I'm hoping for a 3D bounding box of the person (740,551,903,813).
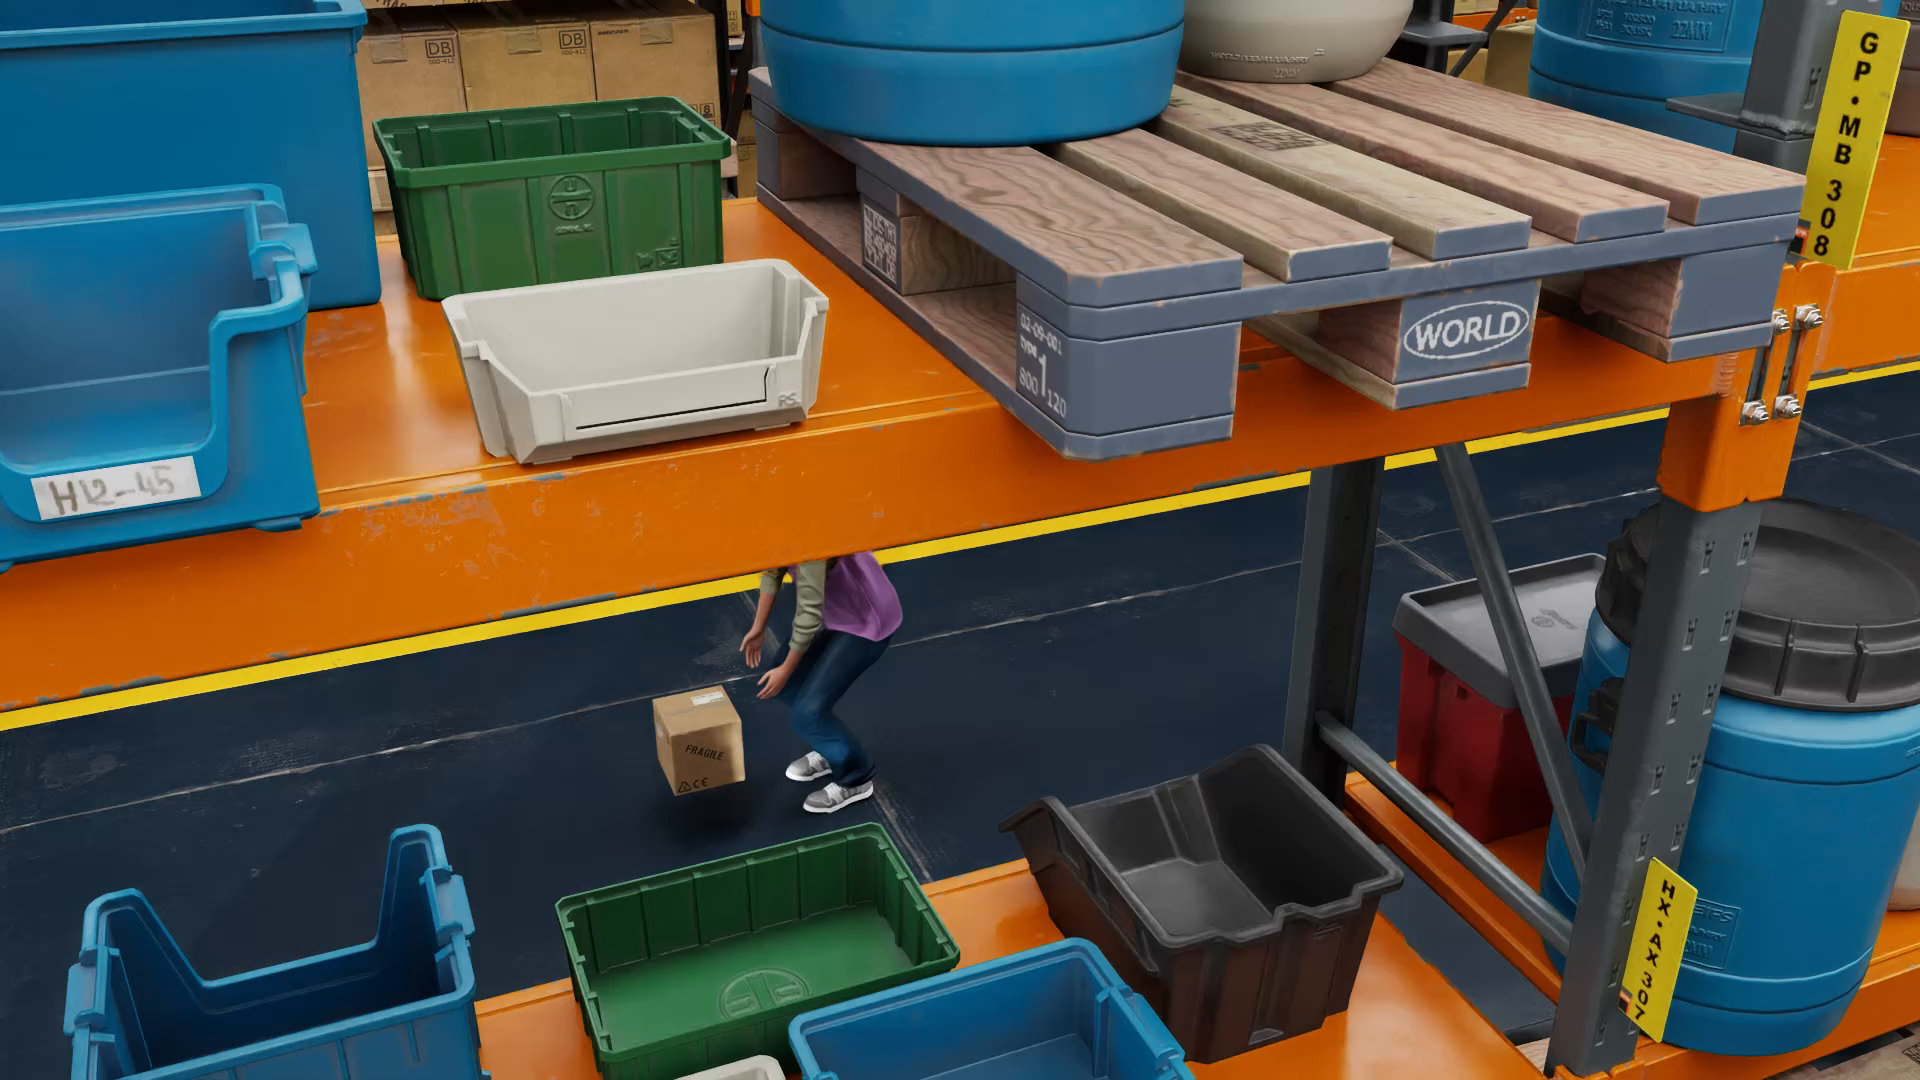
[{"bbox_3d":[-0.494,0.324,5.757,0.621,1.351,0.461,-10,28,-20],"label":"person"}]
